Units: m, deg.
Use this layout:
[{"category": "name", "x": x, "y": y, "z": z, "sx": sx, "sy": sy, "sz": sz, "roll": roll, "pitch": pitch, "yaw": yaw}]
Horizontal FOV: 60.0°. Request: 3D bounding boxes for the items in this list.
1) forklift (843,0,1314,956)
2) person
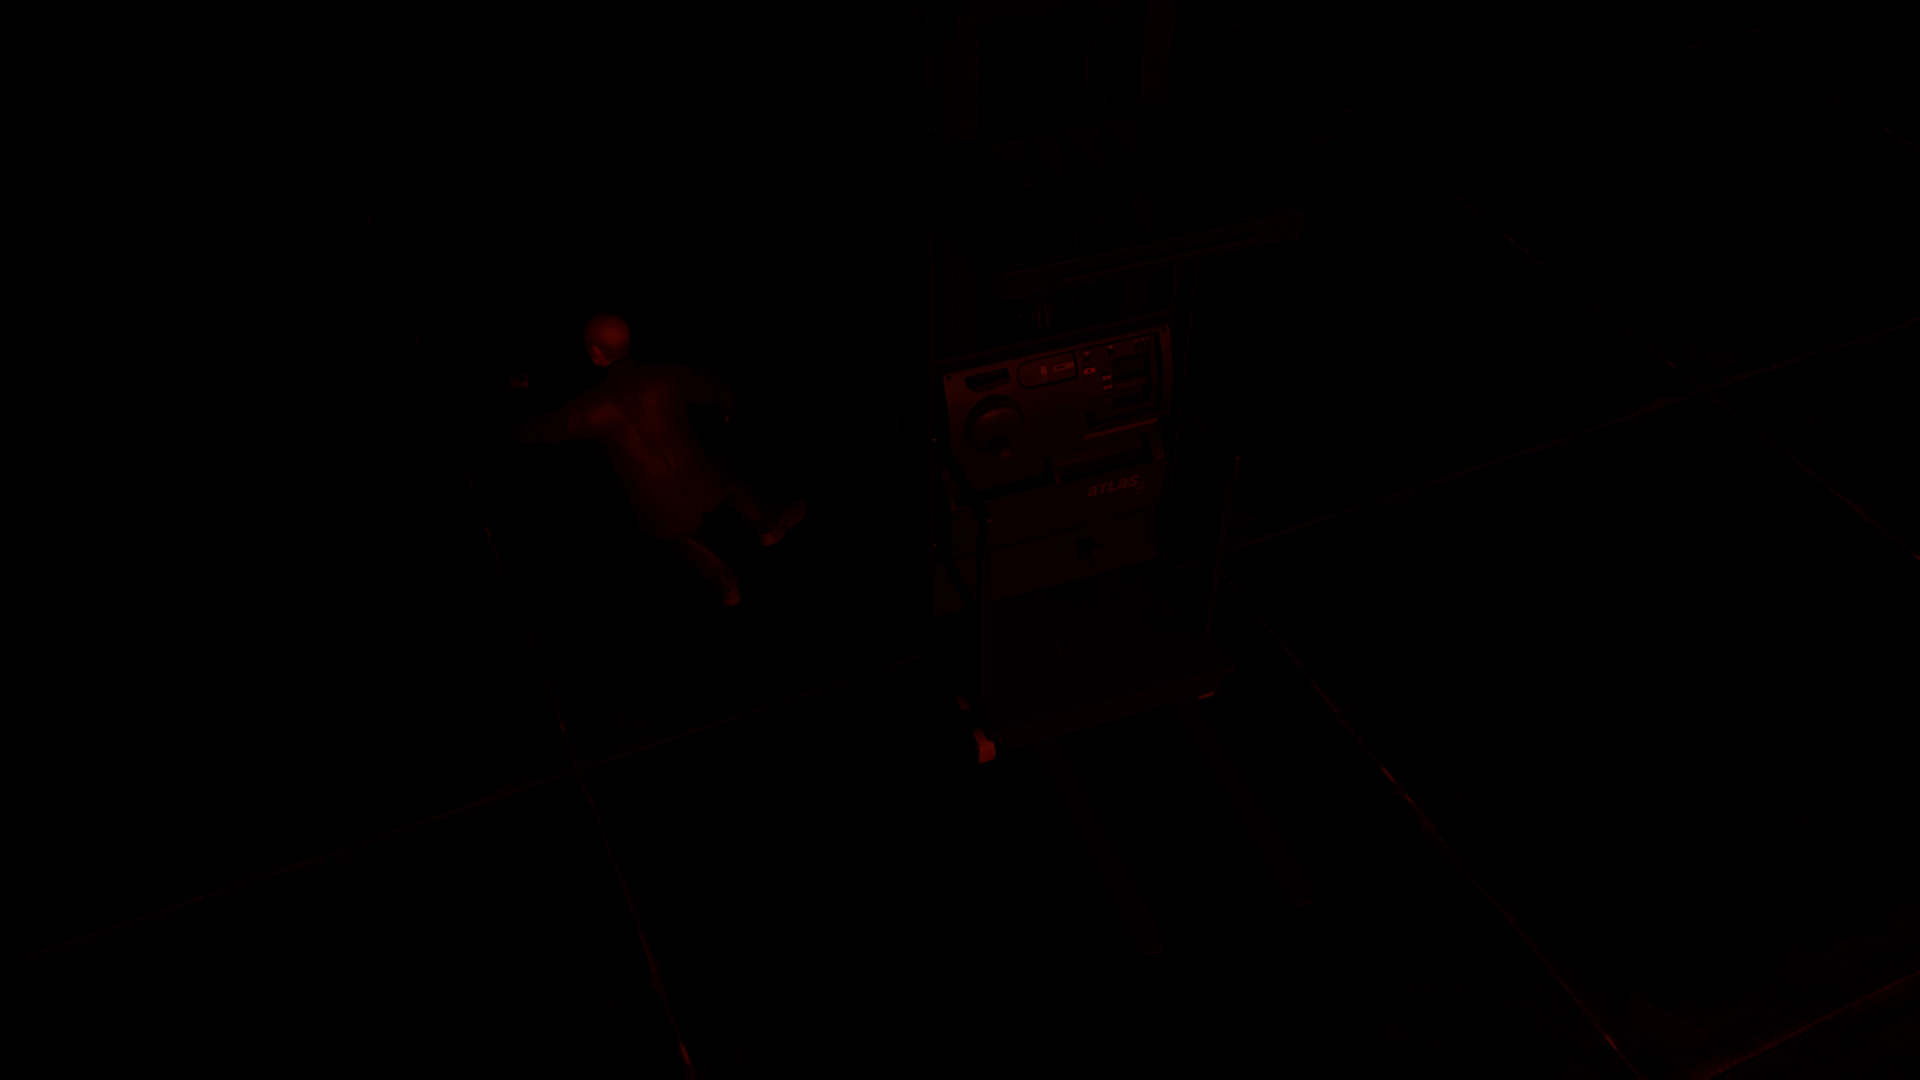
[{"category": "forklift", "x": 0.456, "y": -0.477, "z": 6.191, "sx": 1.130, "sy": 2.935, "sz": 3.031, "roll": -14, "pitch": 45, "yaw": -15}, {"category": "person", "x": -1.285, "y": -0.421, "z": 7.177, "sx": 1.245, "sy": 1.531, "sz": 0.949, "roll": -31, "pitch": 51, "yaw": -29}]
